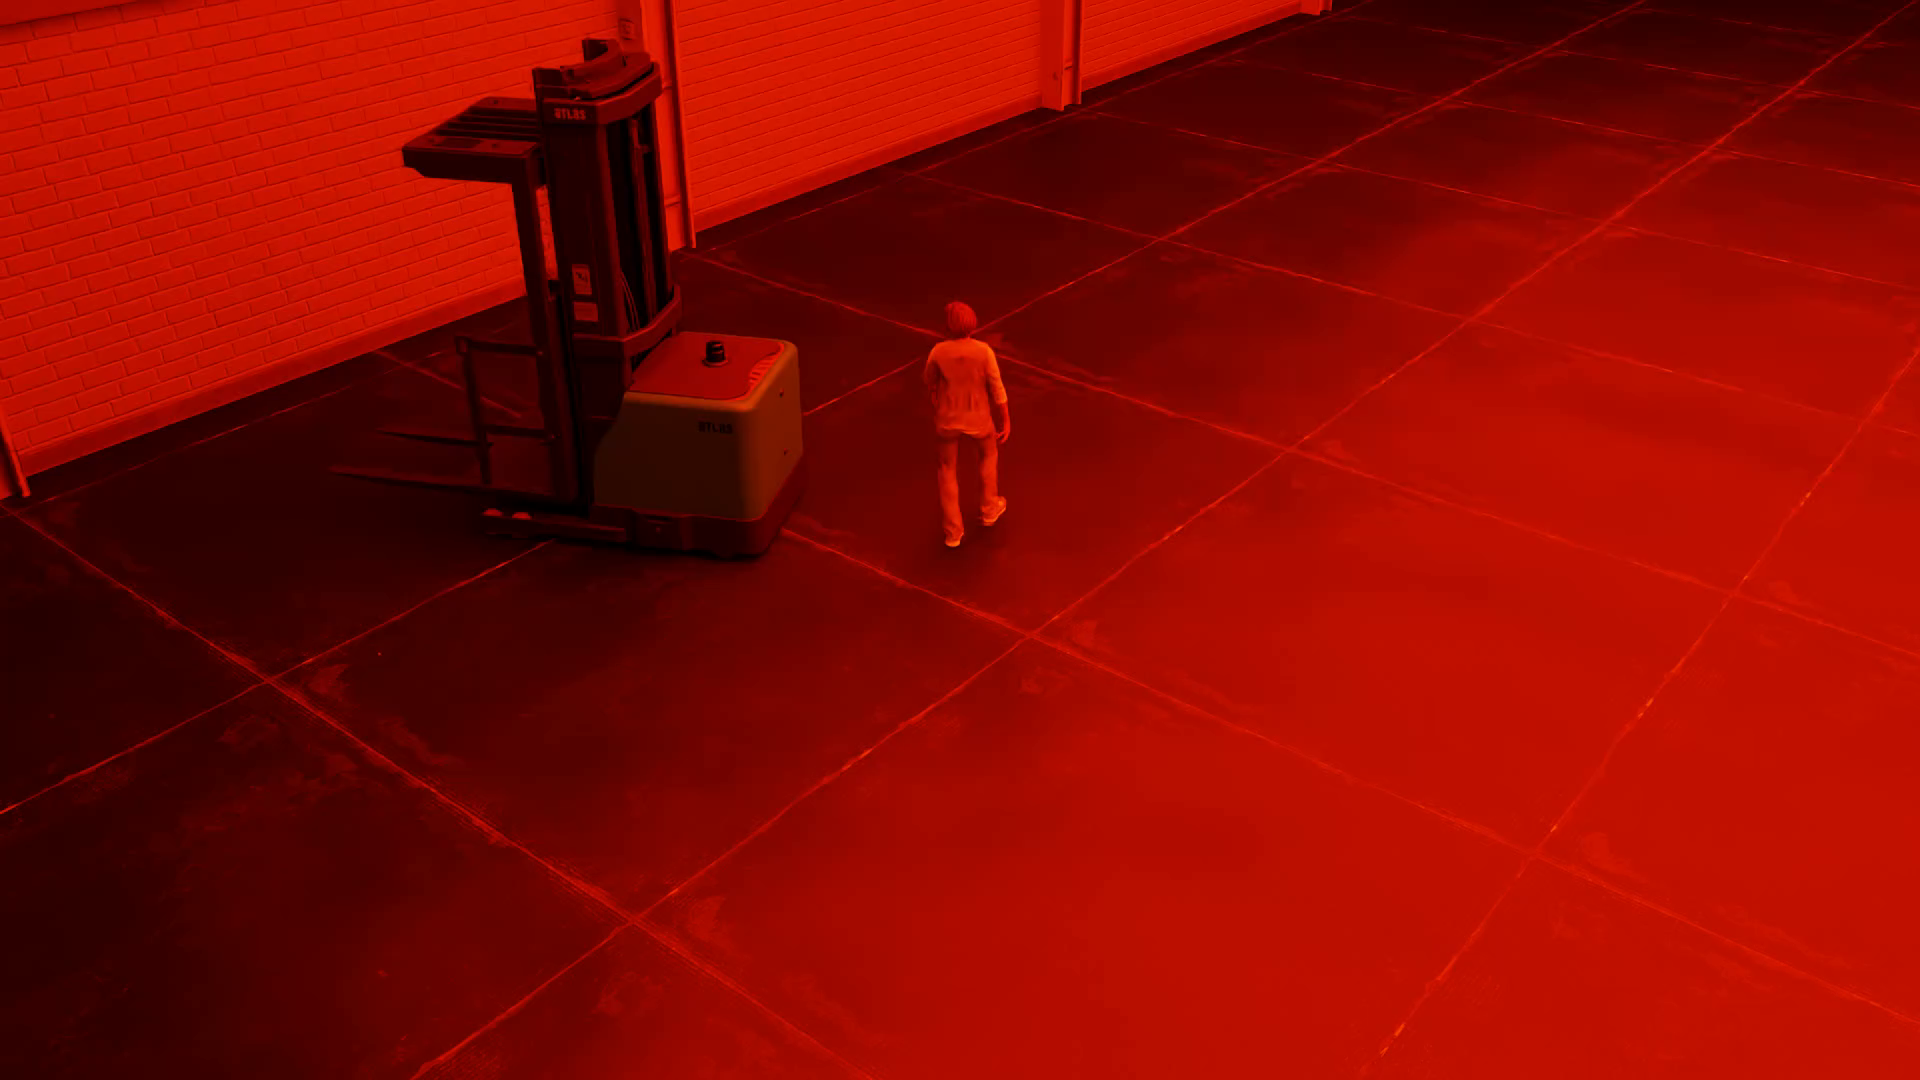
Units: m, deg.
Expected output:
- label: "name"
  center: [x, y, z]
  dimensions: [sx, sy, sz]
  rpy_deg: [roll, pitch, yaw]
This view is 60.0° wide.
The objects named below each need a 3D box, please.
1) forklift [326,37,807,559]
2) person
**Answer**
- label: "forklift"
  center: [-2.584, -1.525, 10.205]
  dimensions: [3.031, 2.935, 1.130]
  rpy_deg: [6, 31, 11]
- label: "person"
  center: [0.043, -0.745, 10.247]
  dimensions: [0.528, 1.553, 0.586]
  rpy_deg: [-1, 30, -1]
